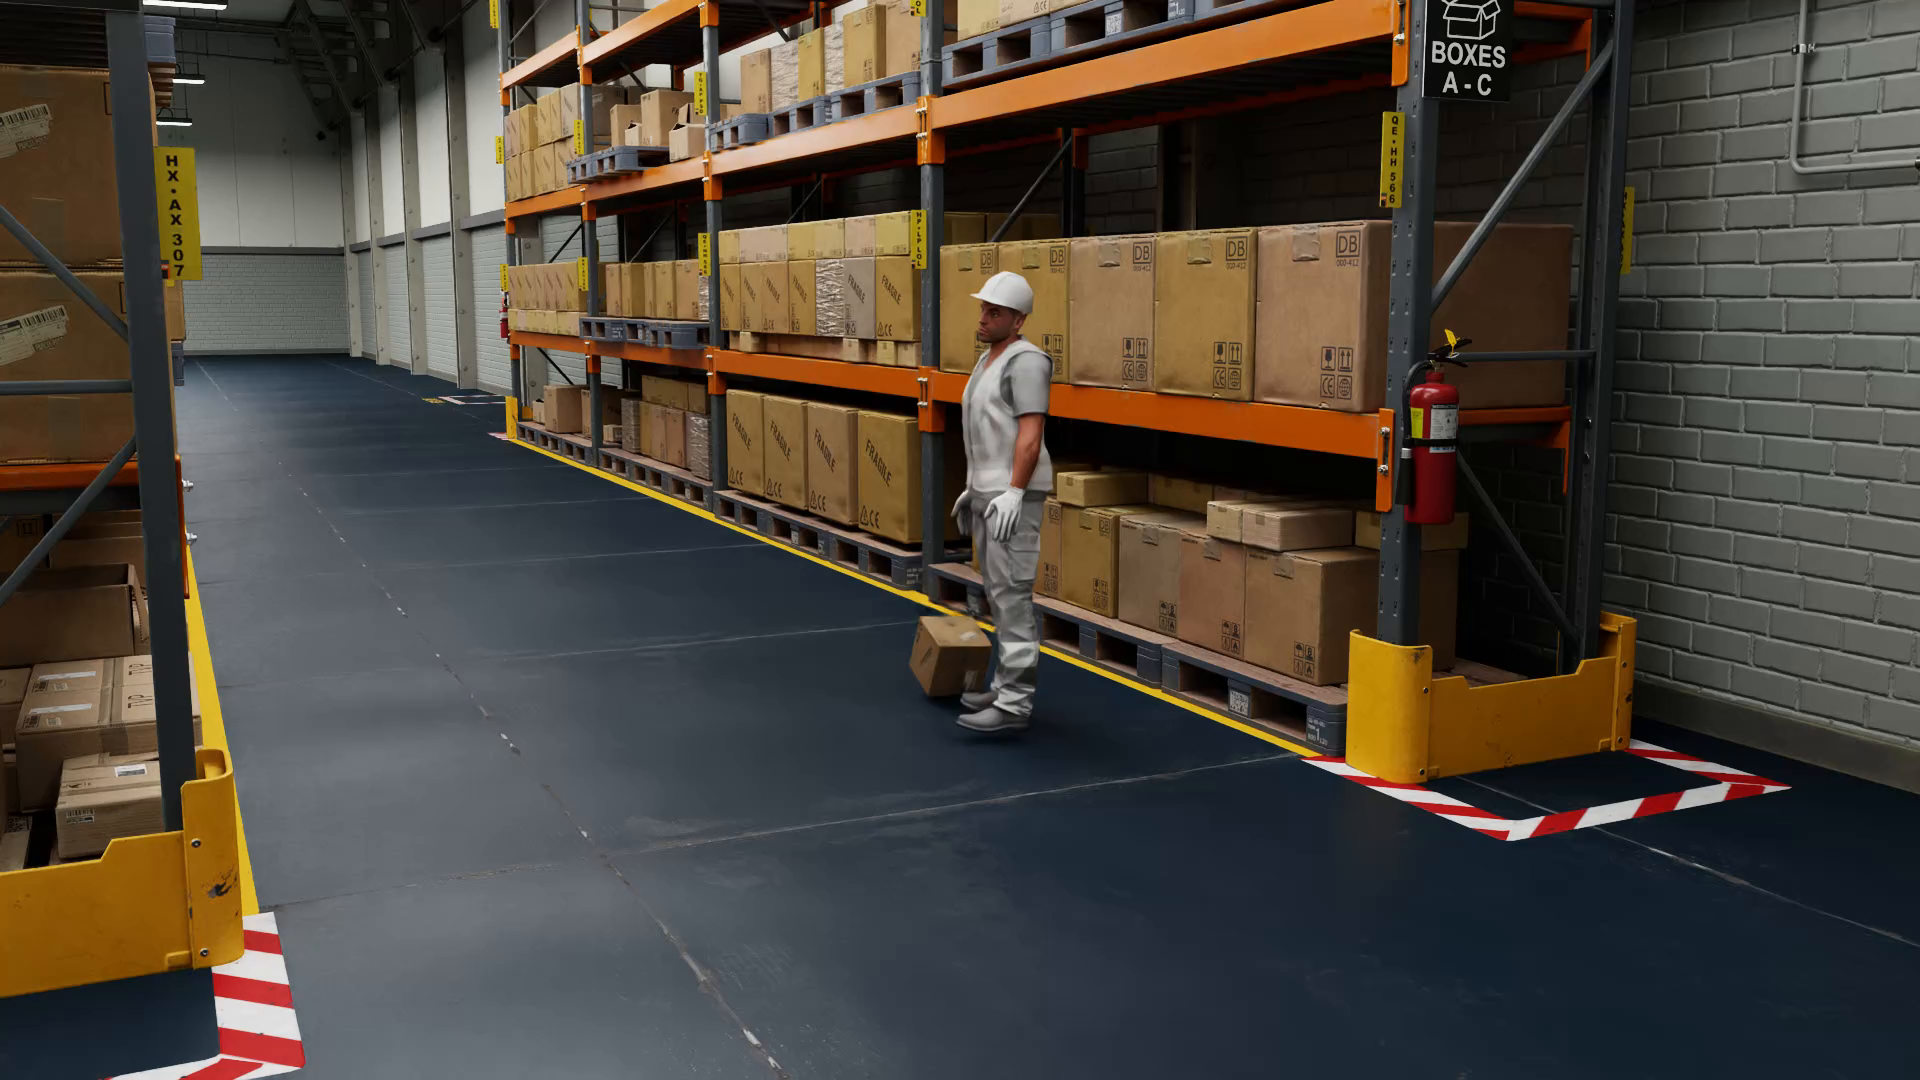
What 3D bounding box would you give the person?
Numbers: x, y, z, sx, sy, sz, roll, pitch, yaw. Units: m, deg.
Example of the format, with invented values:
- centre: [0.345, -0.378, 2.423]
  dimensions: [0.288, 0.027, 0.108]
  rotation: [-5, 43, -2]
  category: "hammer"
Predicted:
- centre: [0.141, -0.151, 6.559]
  dimensions: [0.423, 1.794, 0.623]
  rotation: [-3, 9, -17]
  category: "person"
